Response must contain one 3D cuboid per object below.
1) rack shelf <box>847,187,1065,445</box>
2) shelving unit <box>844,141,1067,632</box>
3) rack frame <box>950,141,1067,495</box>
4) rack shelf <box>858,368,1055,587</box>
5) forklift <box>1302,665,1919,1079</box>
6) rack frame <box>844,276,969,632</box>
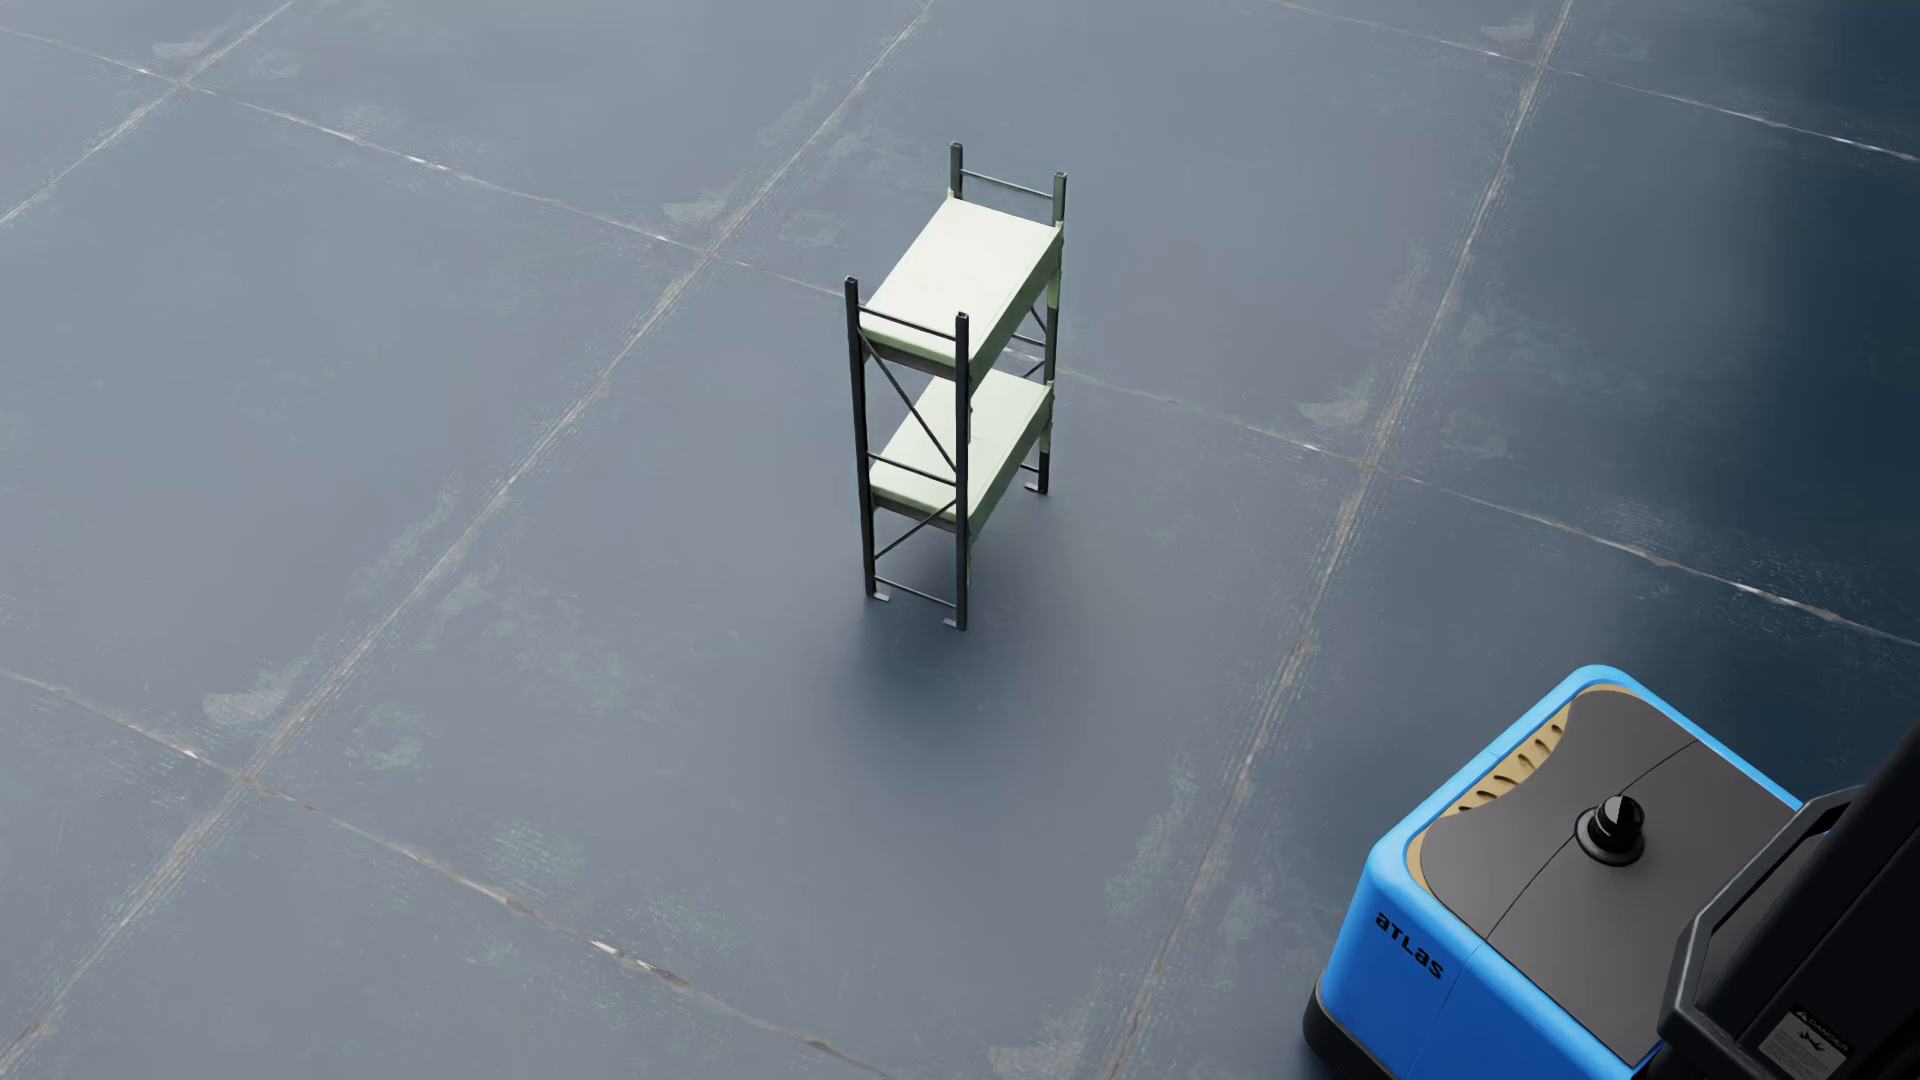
[{"bbox_3d":[-0.003,-0.734,5.378,0.431,0.370,0.720,20,52,16],"label":"rack shelf"},{"bbox_3d":[-0.003,-0.481,5.675,0.431,1.500,0.755,20,52,16],"label":"shelving unit"},{"bbox_3d":[0.154,-0.733,5.889,0.400,1.500,0.023,20,52,16],"label":"rack frame"},{"bbox_3d":[-0.003,-0.270,5.923,0.431,0.370,0.720,20,52,16],"label":"rack shelf"},{"bbox_3d":[2.350,1.158,3.340,1.130,2.935,3.031,-33,57,-25],"label":"forklift"},{"bbox_3d":[-0.159,-0.229,5.460,0.400,1.500,0.023,20,52,16],"label":"rack frame"}]
